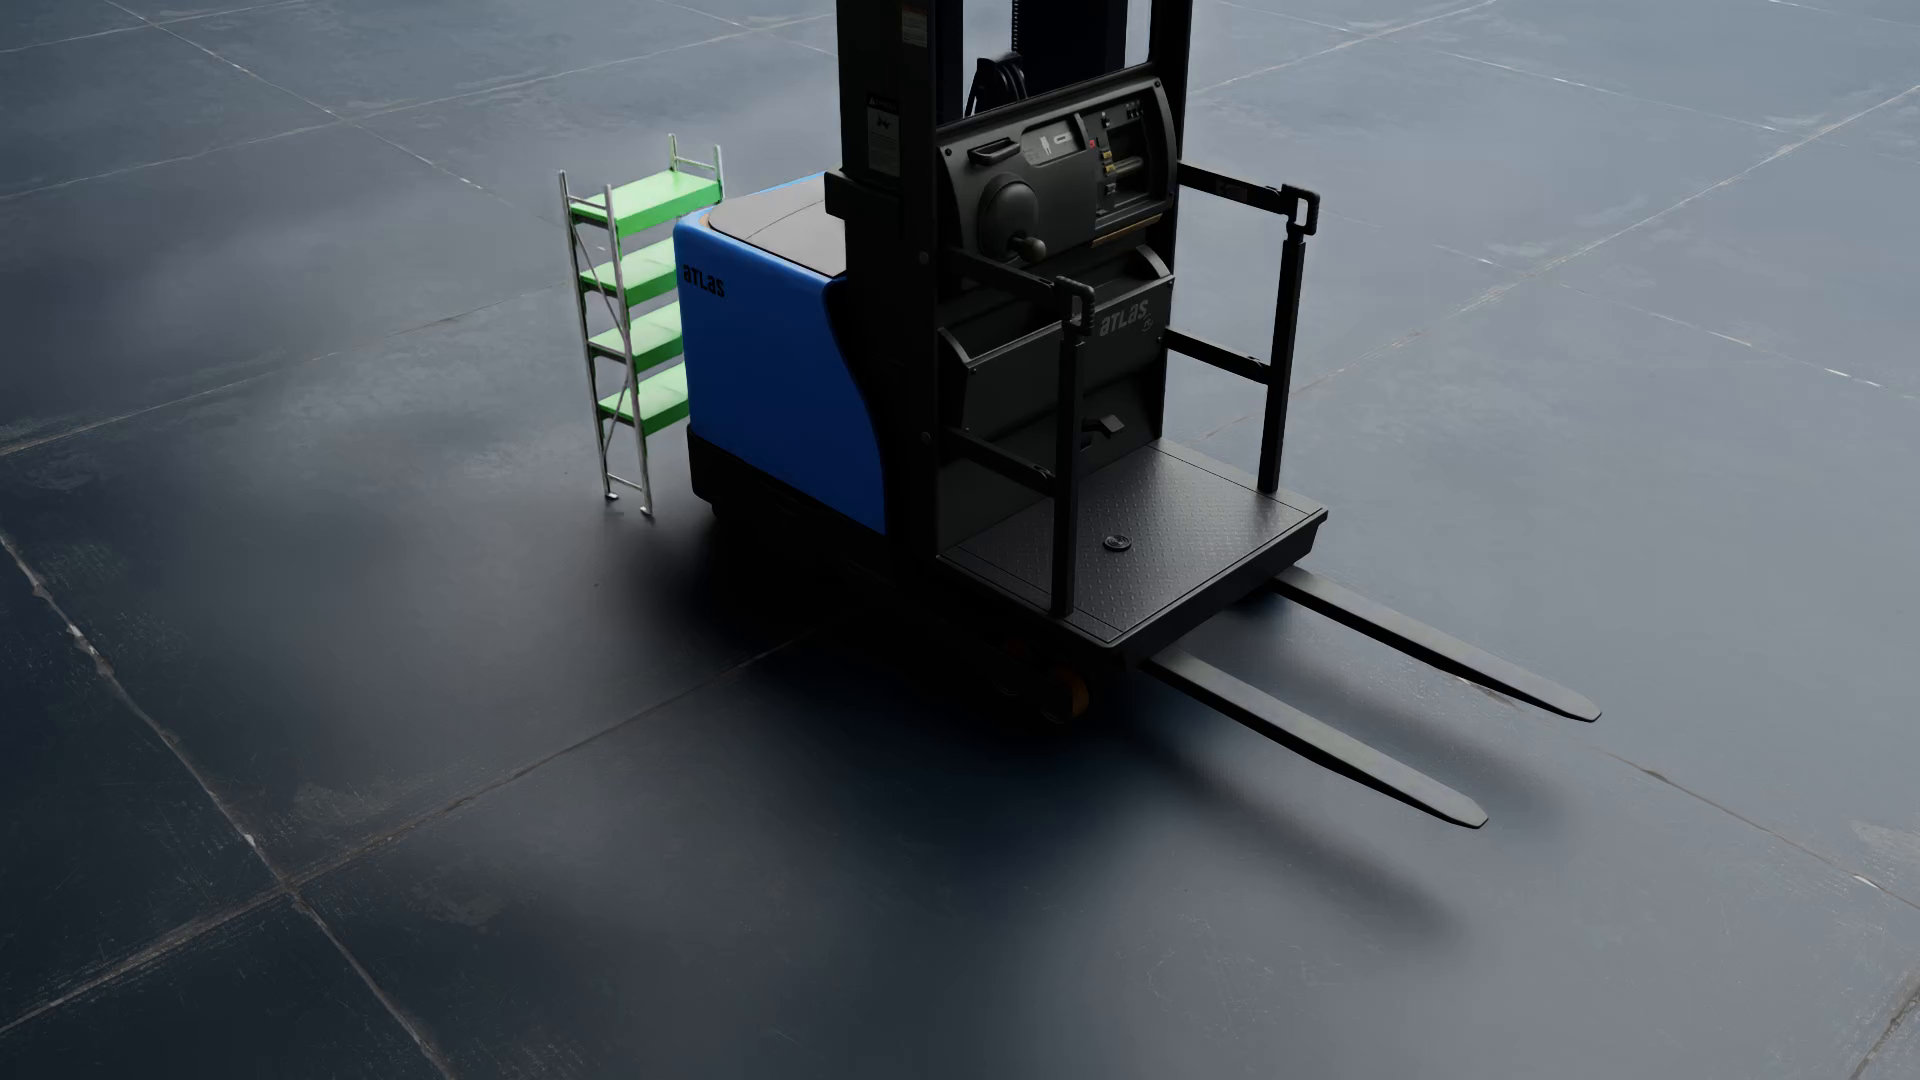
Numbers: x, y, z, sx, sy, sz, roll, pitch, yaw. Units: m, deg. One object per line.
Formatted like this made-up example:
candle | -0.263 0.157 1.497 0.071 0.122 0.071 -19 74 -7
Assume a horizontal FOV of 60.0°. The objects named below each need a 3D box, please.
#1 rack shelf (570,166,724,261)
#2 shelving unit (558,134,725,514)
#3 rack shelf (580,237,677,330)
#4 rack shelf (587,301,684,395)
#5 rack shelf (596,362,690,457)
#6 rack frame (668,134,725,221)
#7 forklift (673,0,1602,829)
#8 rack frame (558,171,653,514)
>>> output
rack shelf | -1.055 -1.105 5.604 0.258 0.148 0.480 21 37 33
shelving unit | -1.047 -0.747 5.815 0.258 1.200 0.503 21 37 33
rack shelf | -1.051 -0.899 5.726 0.258 0.148 0.480 21 37 33
rack shelf | -1.046 -0.692 5.848 0.258 0.148 0.480 21 37 33
rack shelf | -1.042 -0.485 5.970 0.258 0.148 0.480 21 37 33
rack frame | -0.897 -0.847 5.979 0.240 1.200 0.015 21 37 33
forklift | 0.448 -1.020 4.608 3.031 2.935 1.130 27 41 37
rack frame | -1.198 -0.647 5.652 0.240 1.200 0.015 21 37 33
